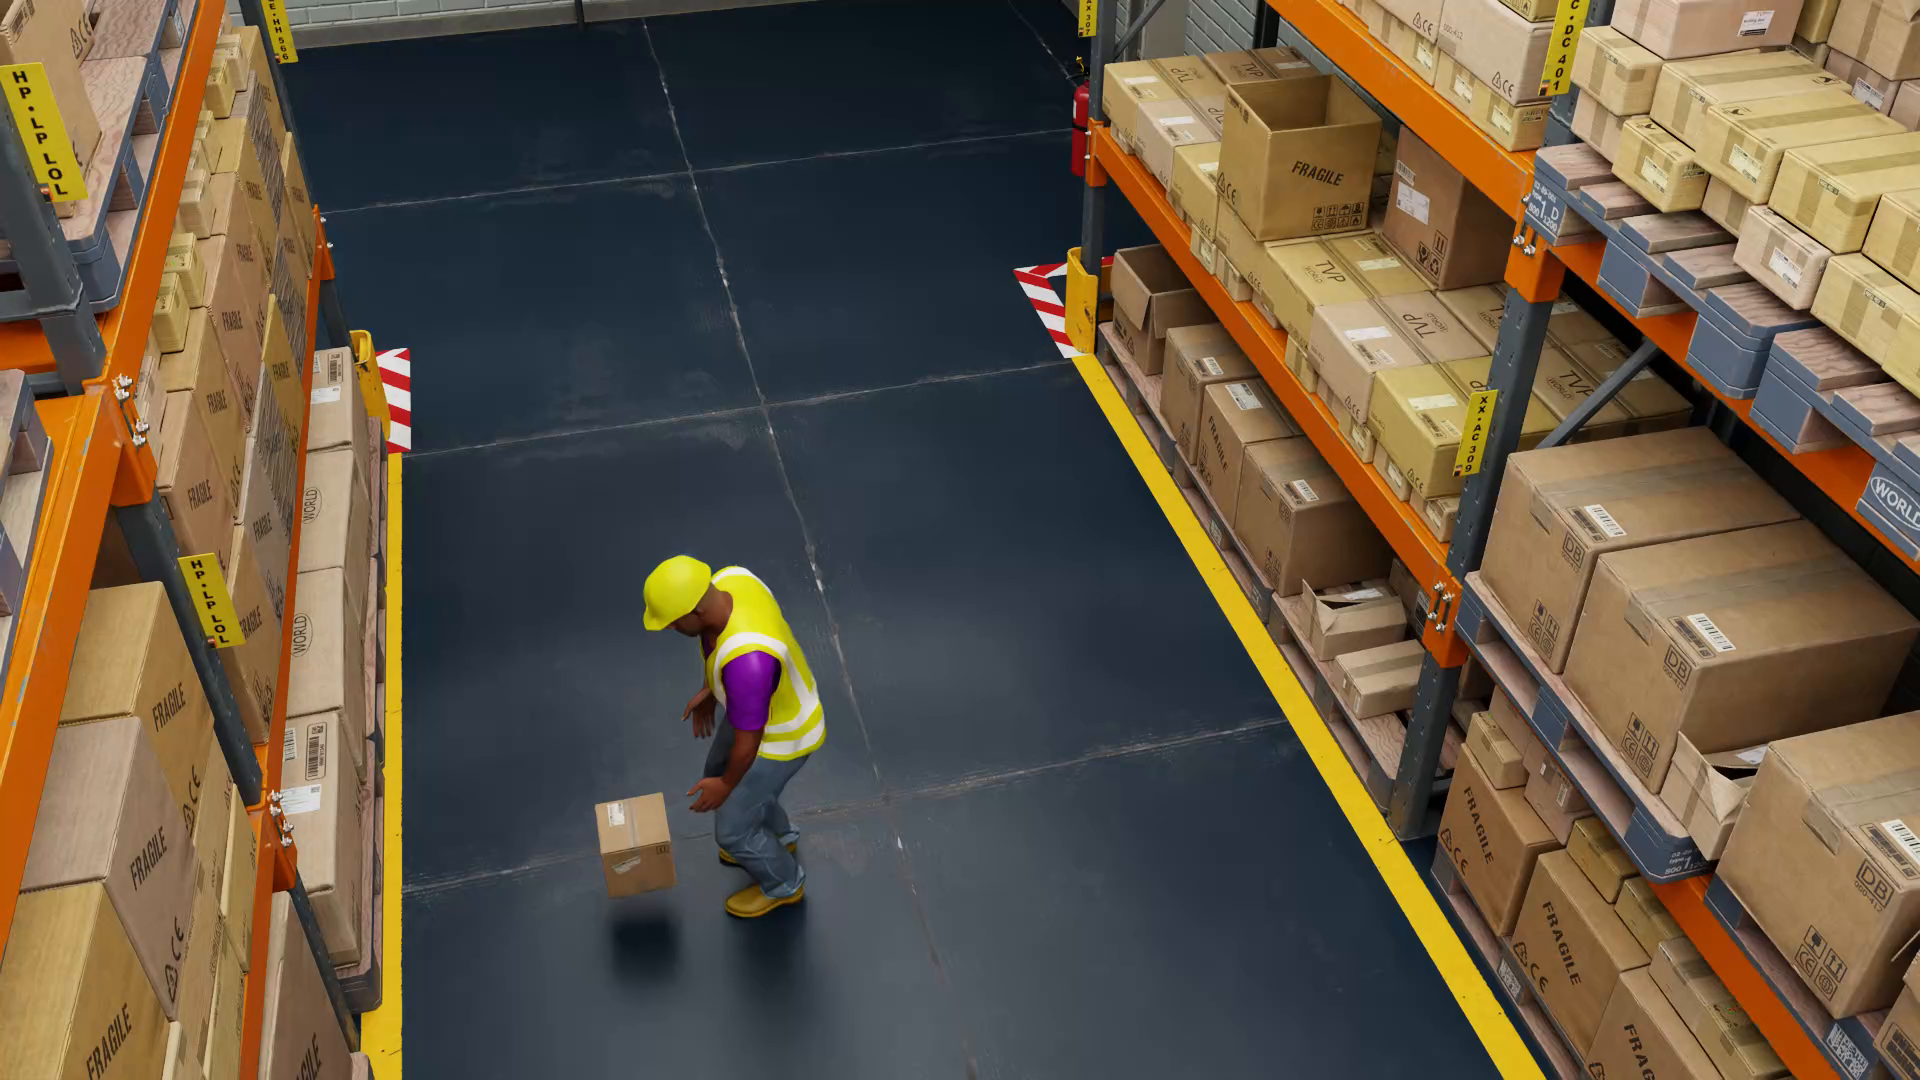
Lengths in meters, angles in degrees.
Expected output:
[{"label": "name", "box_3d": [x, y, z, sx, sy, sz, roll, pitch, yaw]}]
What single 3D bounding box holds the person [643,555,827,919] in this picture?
[{"label": "person", "box_3d": [-0.769, 0.687, 5.925, 0.576, 1.633, 0.613, -9, 39, -11]}]
